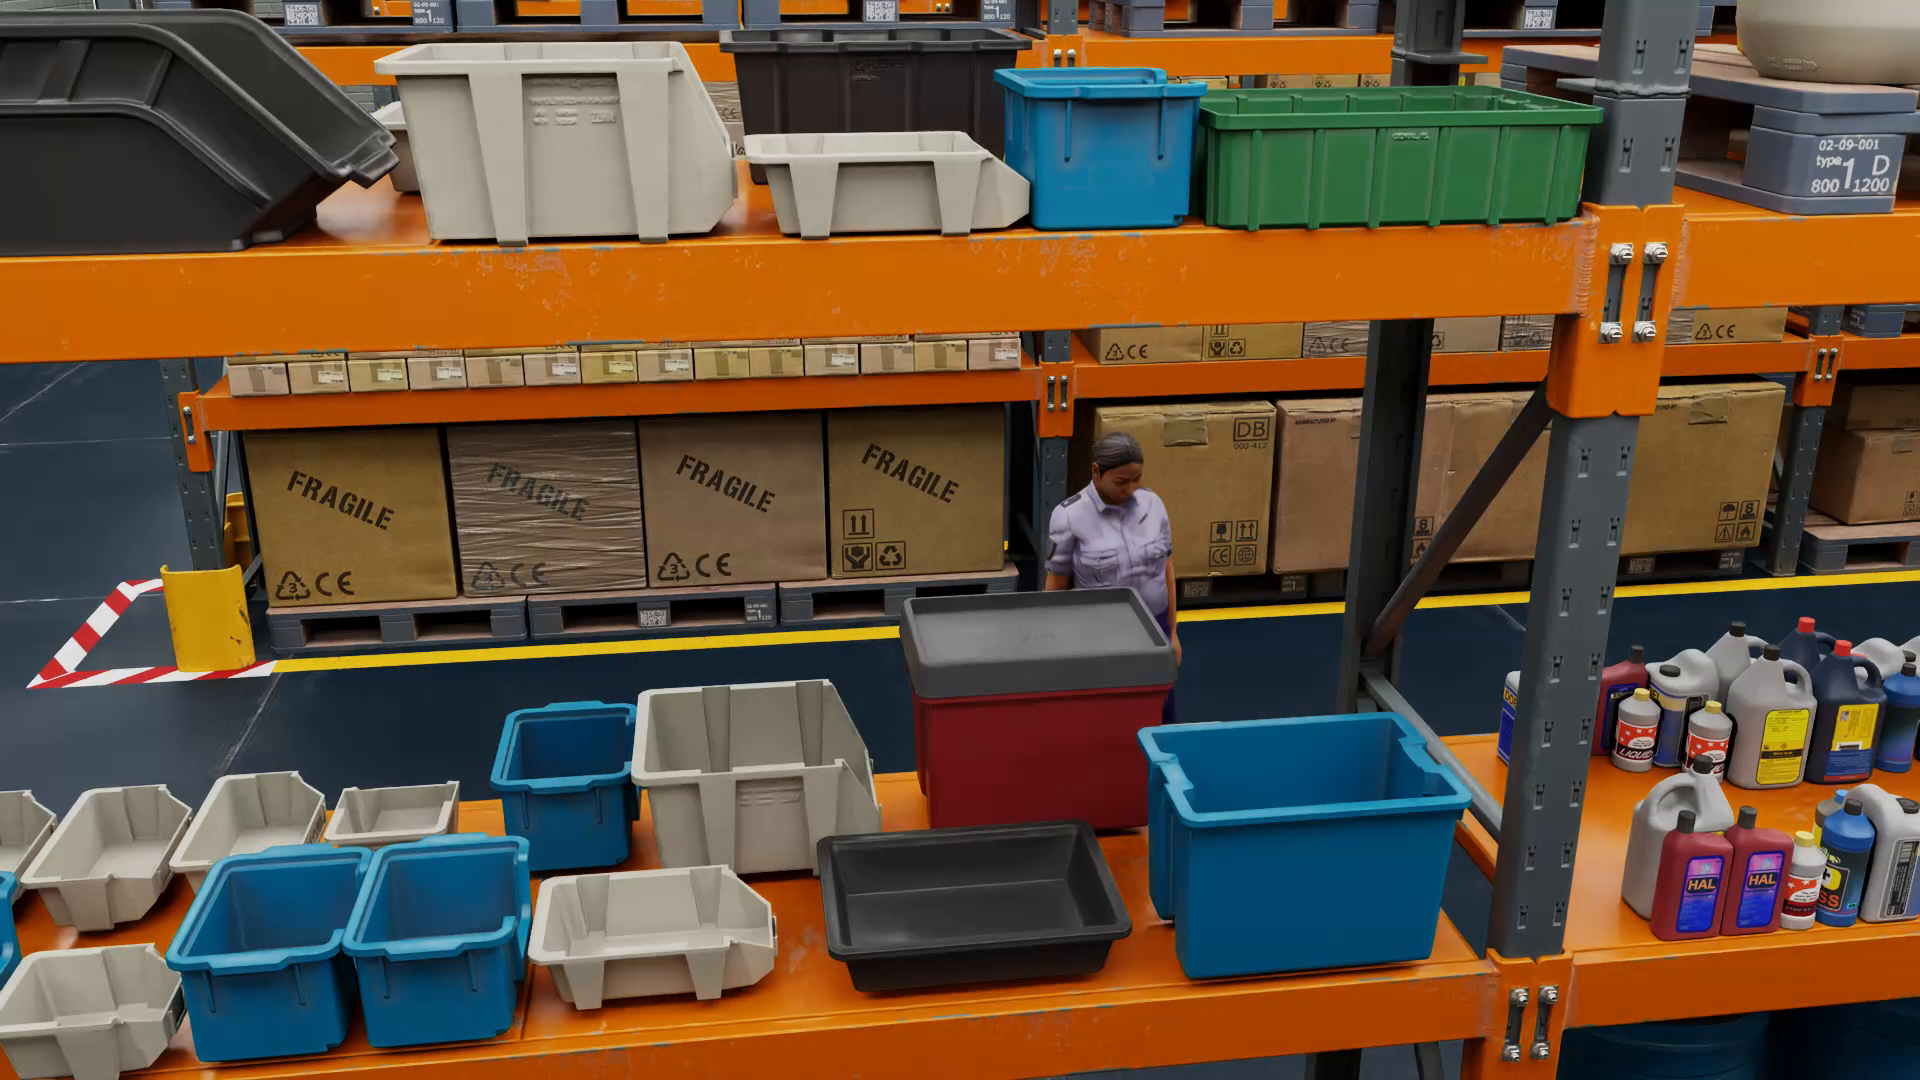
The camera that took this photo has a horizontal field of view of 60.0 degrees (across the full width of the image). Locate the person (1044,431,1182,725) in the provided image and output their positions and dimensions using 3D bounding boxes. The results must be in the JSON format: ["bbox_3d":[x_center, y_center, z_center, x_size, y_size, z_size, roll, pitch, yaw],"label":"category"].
[{"bbox_3d":[0.584,0.399,5.974,0.513,1.619,0.695,-7,21,-18],"label":"person"}]
